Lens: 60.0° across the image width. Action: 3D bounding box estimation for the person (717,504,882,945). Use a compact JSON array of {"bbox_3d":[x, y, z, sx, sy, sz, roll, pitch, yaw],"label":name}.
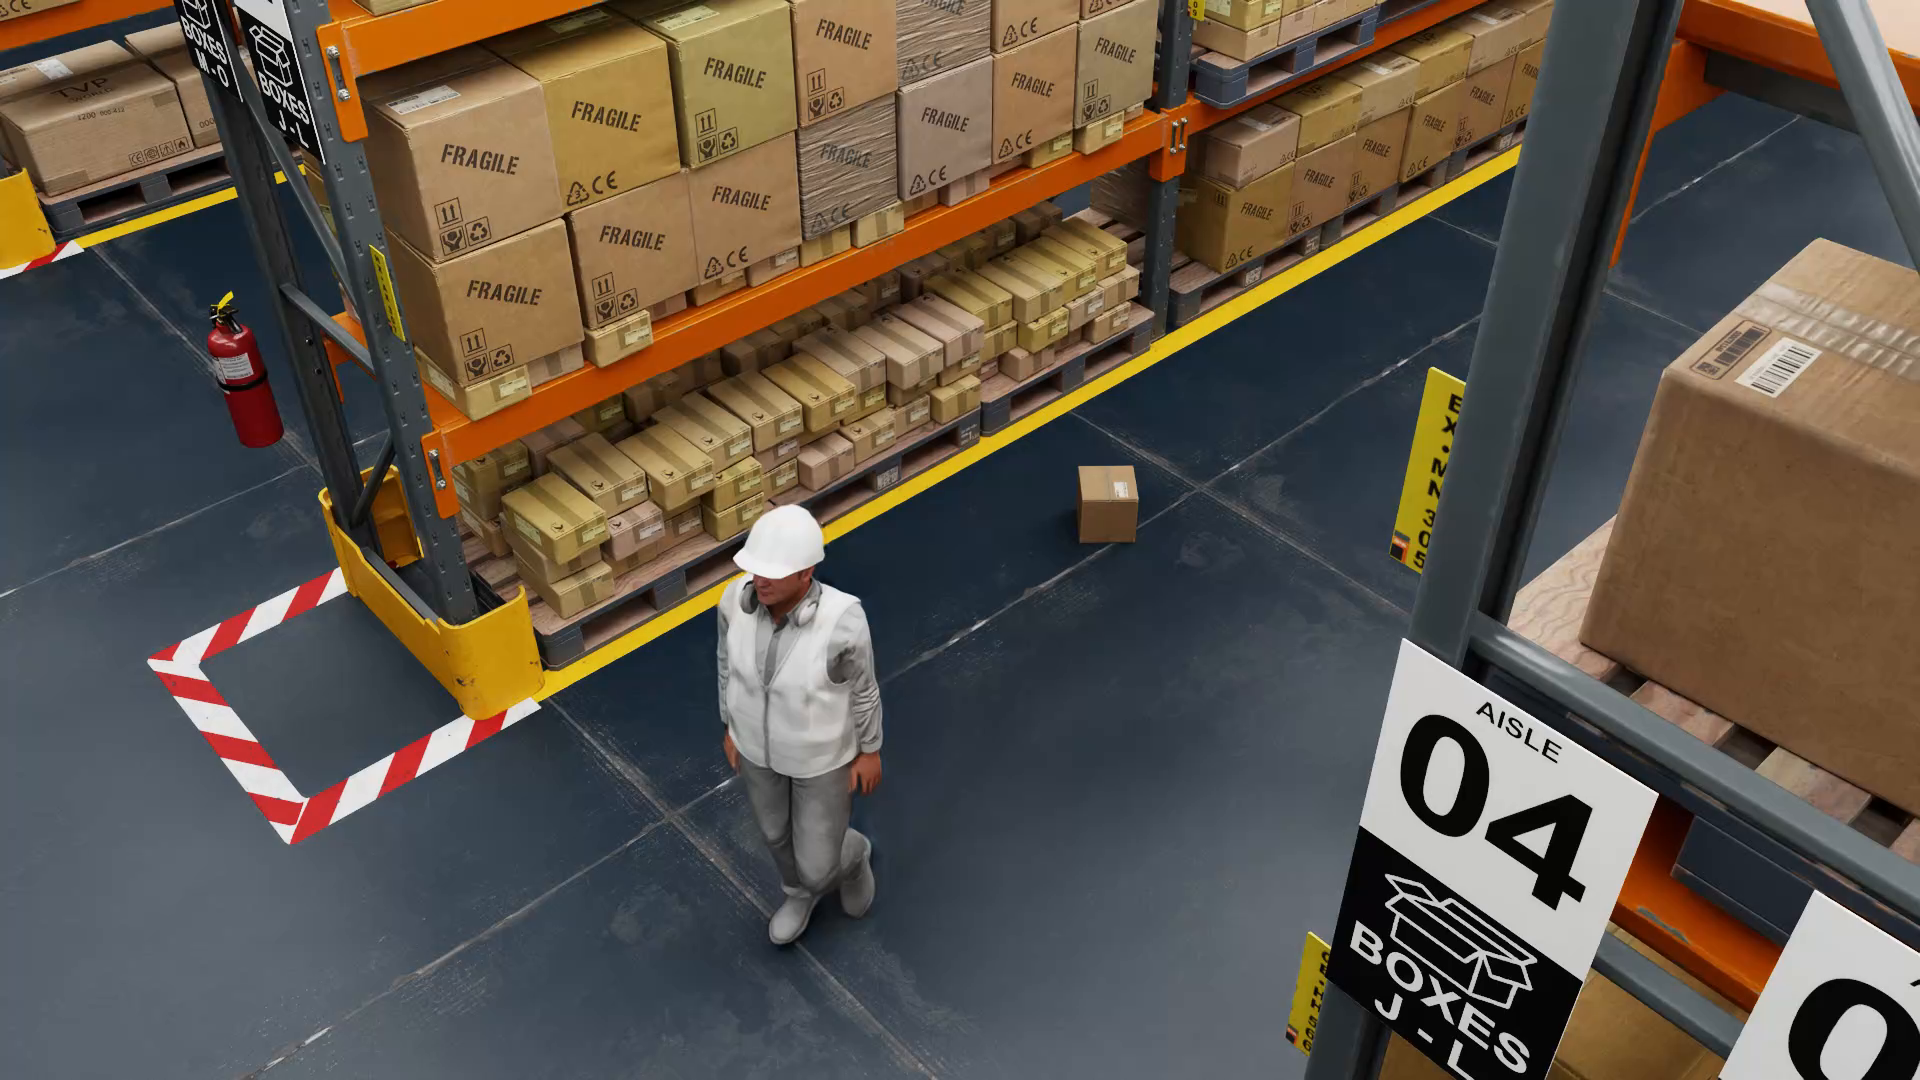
[{"bbox_3d":[-0.533,0.644,5.309,0.556,1.765,0.467,16,42,19],"label":"person"}]
